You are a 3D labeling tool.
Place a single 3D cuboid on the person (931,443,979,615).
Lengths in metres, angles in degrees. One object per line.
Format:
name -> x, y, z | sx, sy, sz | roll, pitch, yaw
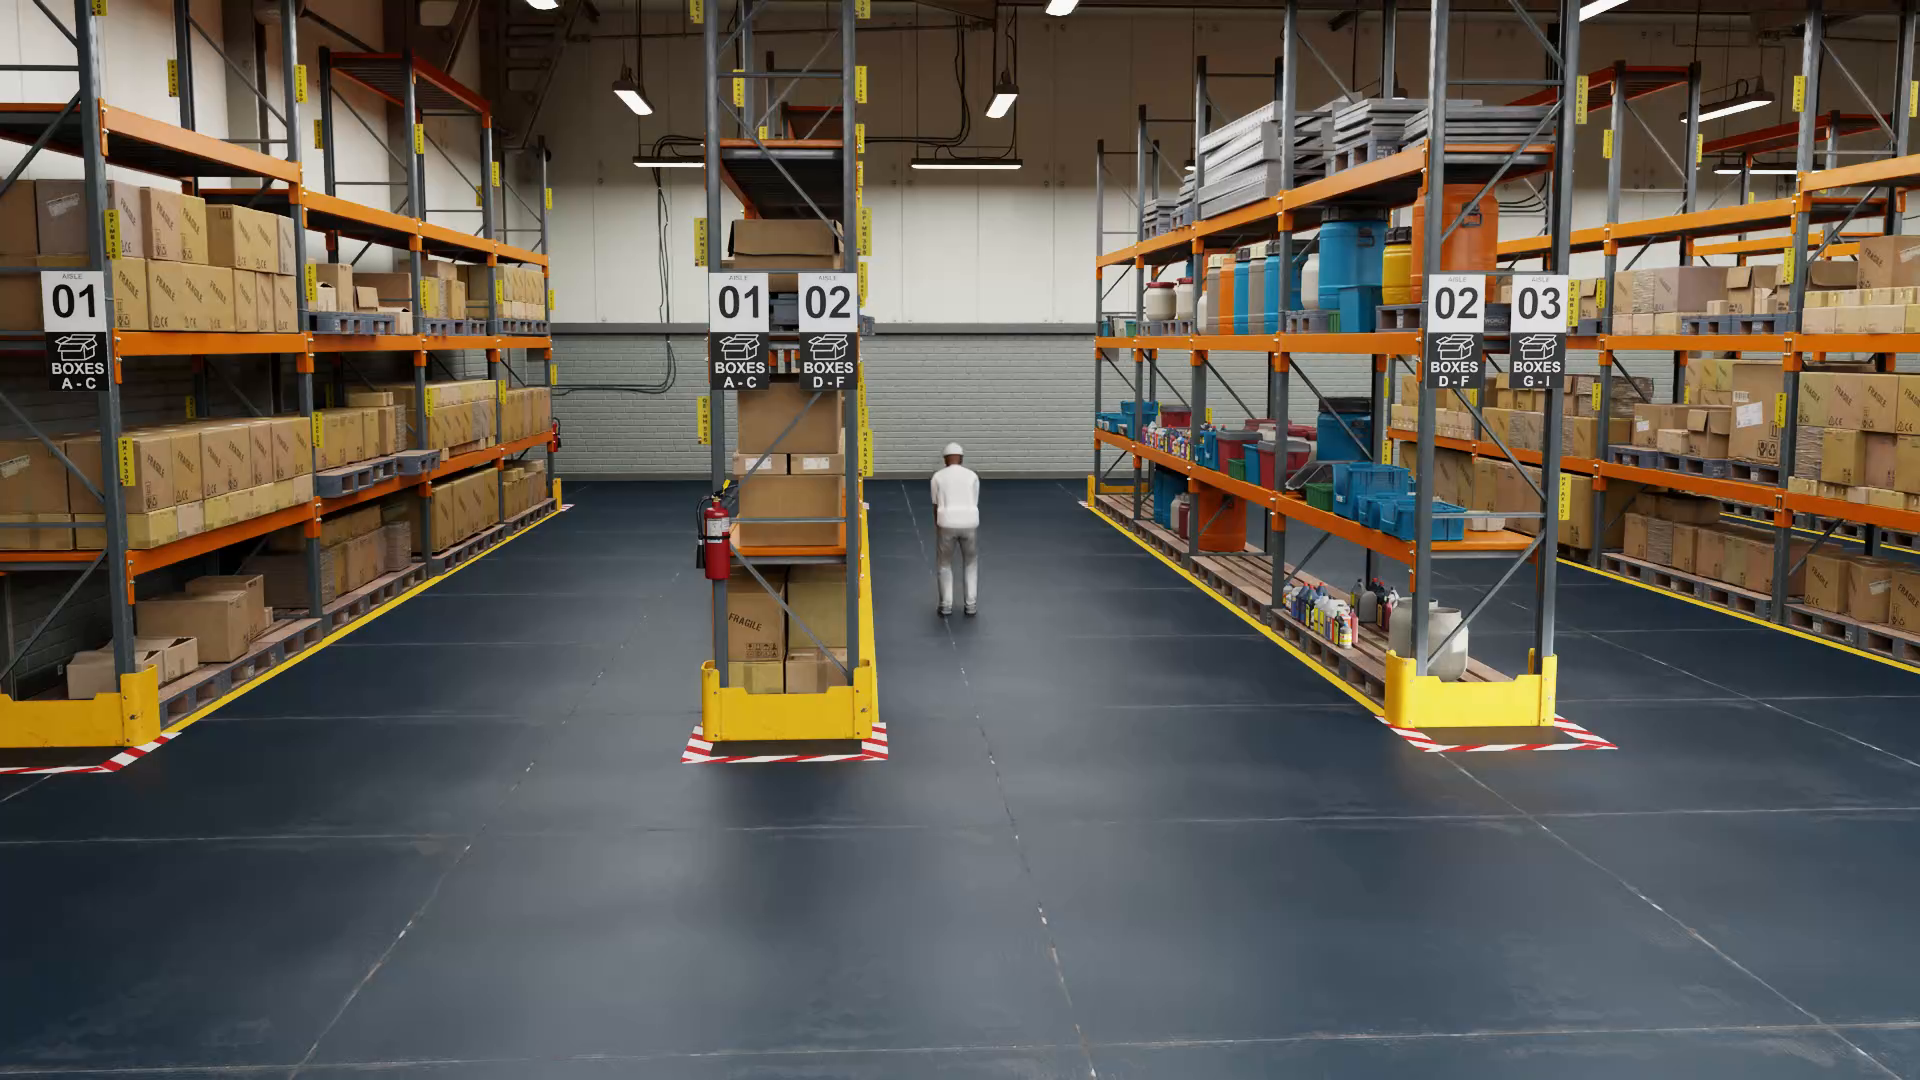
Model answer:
person -> -0.052, -0.127, 16.902 | 0.498, 1.718, 0.613 | -1, 7, -6
